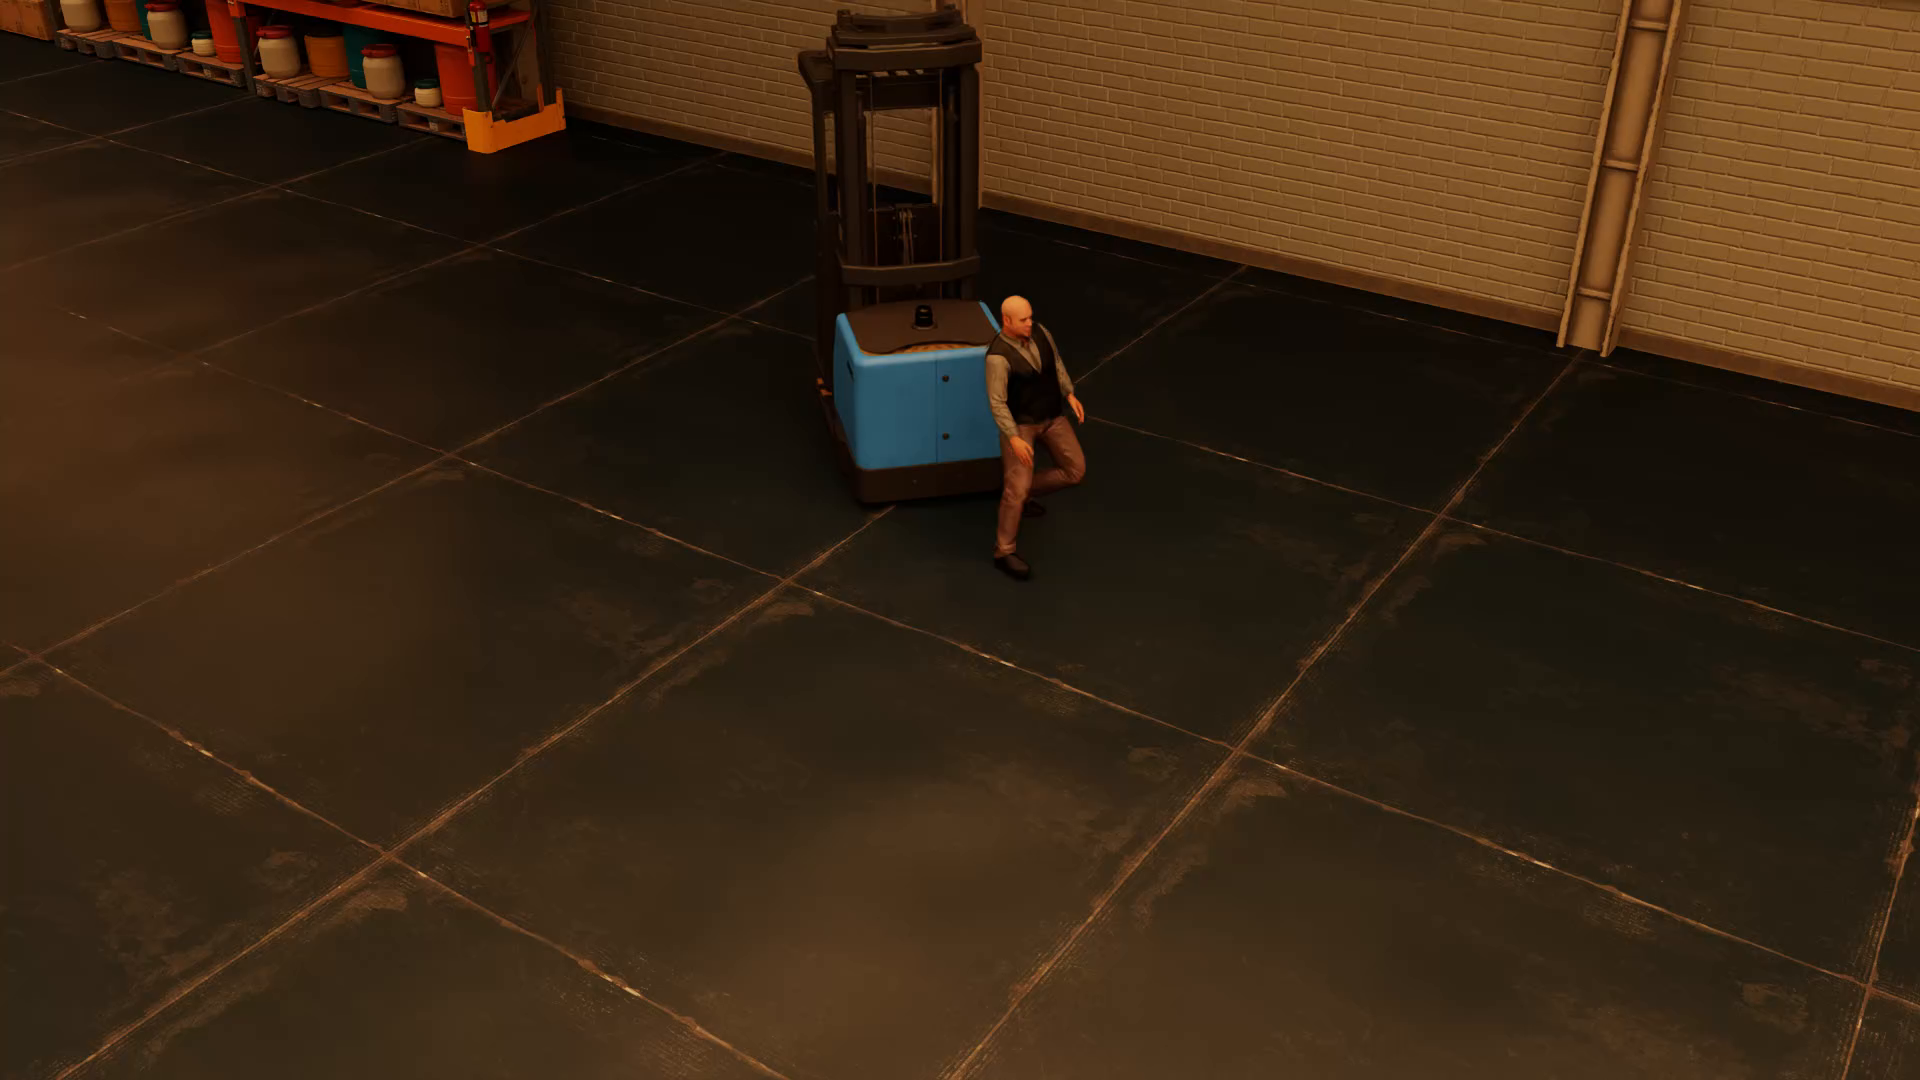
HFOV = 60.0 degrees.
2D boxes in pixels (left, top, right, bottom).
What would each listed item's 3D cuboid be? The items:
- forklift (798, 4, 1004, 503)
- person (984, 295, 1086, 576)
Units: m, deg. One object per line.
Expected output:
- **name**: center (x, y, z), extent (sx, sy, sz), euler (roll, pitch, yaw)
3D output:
- **forklift**: center (-0.469, -2.233, 11.426), extent (1.130, 2.935, 3.031), euler (-6, 31, -11)
- **person**: center (0.445, -0.679, 10.081), extent (0.772, 1.614, 0.684), euler (-23, 37, -34)
